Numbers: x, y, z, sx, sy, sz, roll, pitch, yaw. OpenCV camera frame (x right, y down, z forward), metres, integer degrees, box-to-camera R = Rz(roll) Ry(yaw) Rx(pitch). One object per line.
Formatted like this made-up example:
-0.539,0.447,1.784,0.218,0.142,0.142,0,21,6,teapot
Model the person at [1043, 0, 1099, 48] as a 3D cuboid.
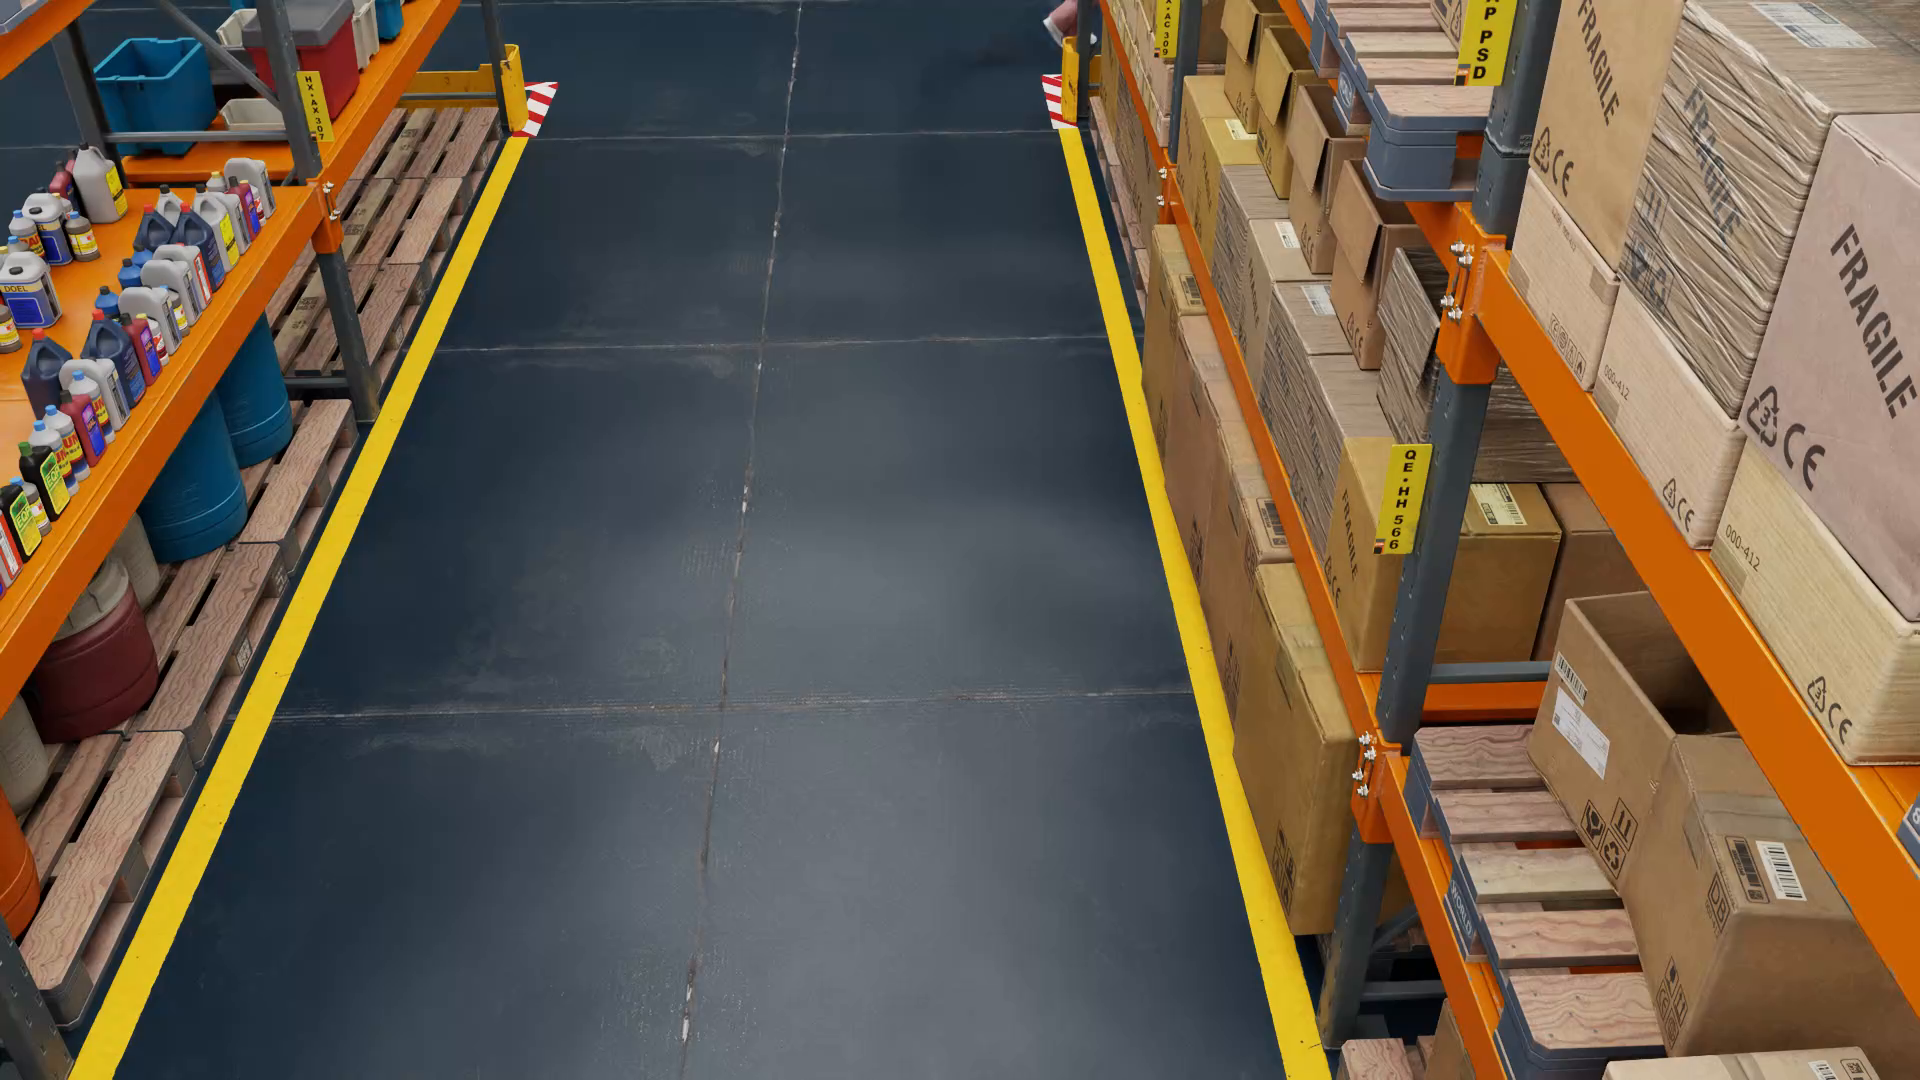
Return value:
0.857,-4.481,12.434,0.510,1.659,0.512,-9,36,-13,person
